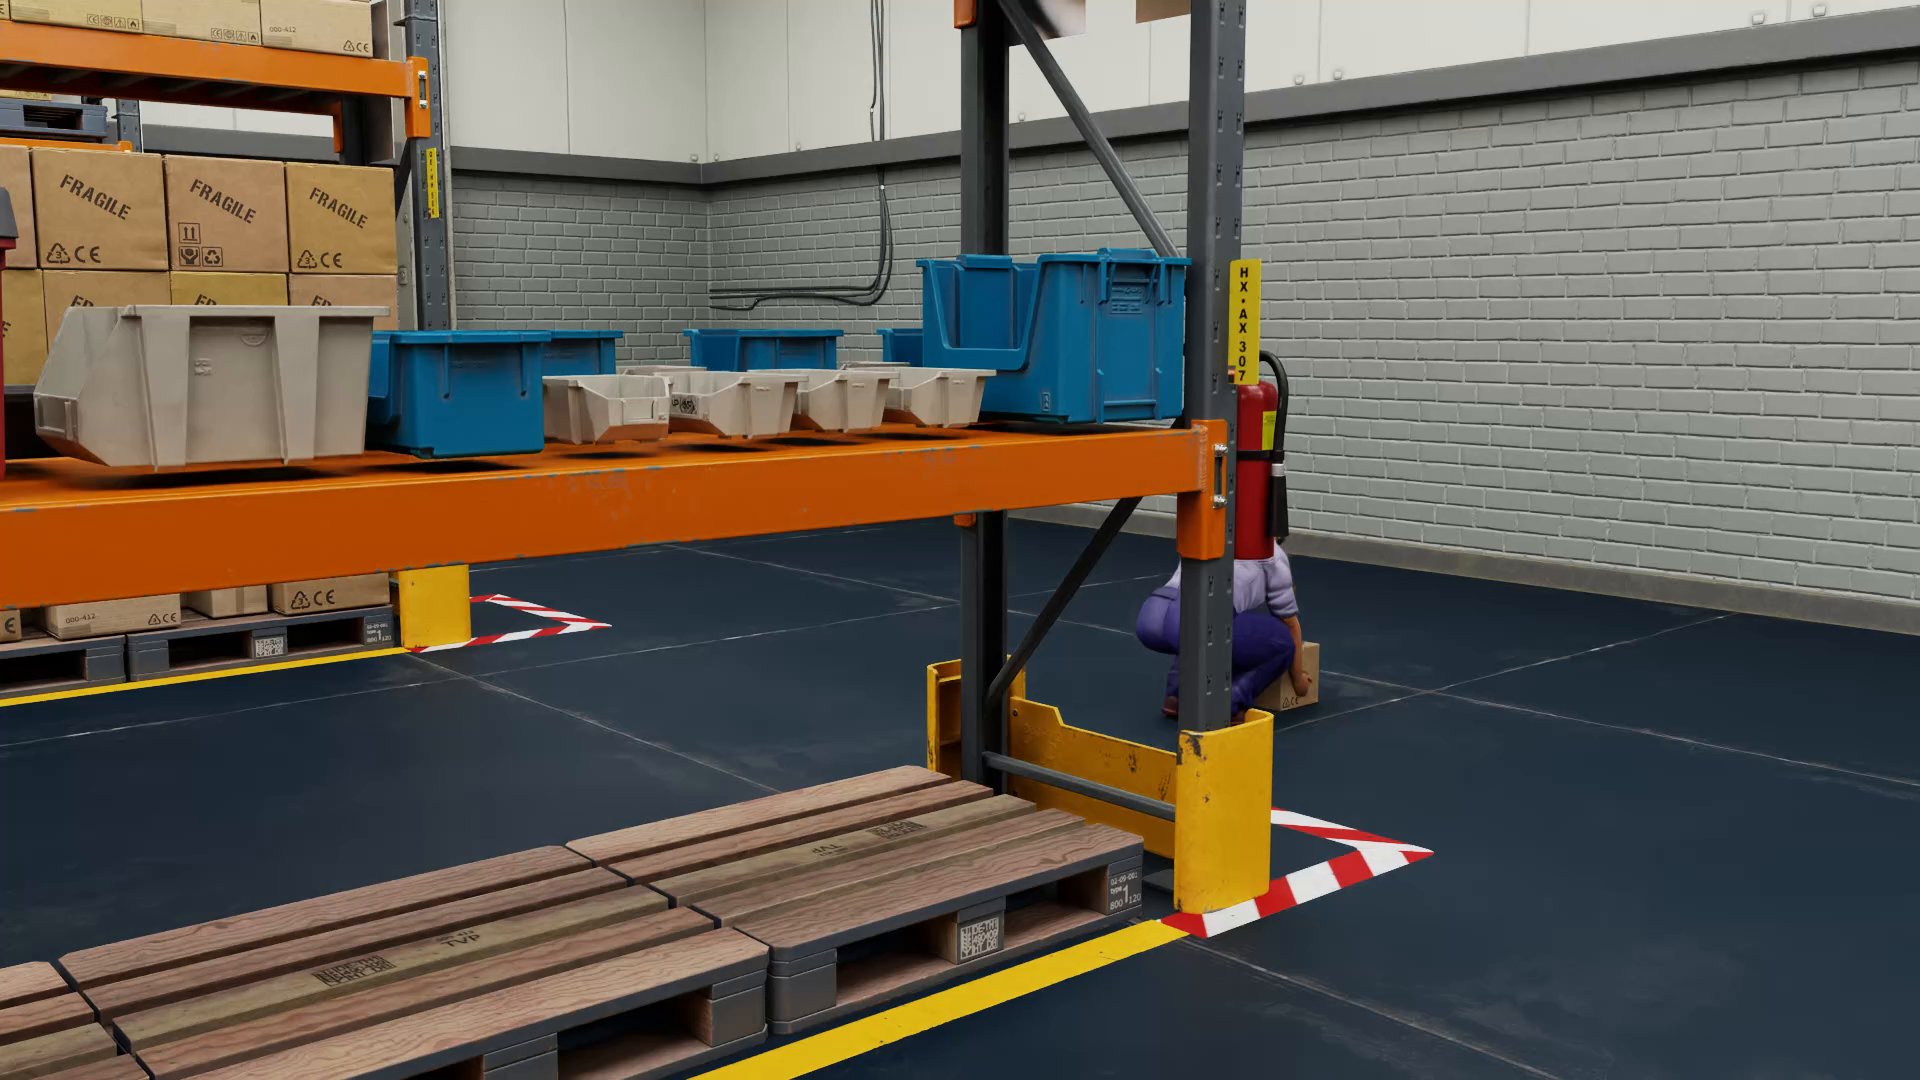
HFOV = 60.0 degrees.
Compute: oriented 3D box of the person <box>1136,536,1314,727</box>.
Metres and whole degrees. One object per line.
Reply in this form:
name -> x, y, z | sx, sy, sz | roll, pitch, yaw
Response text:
person -> 1.070, 0.311, 6.695 | 0.823, 0.821, 0.520 | -7, 10, -41
